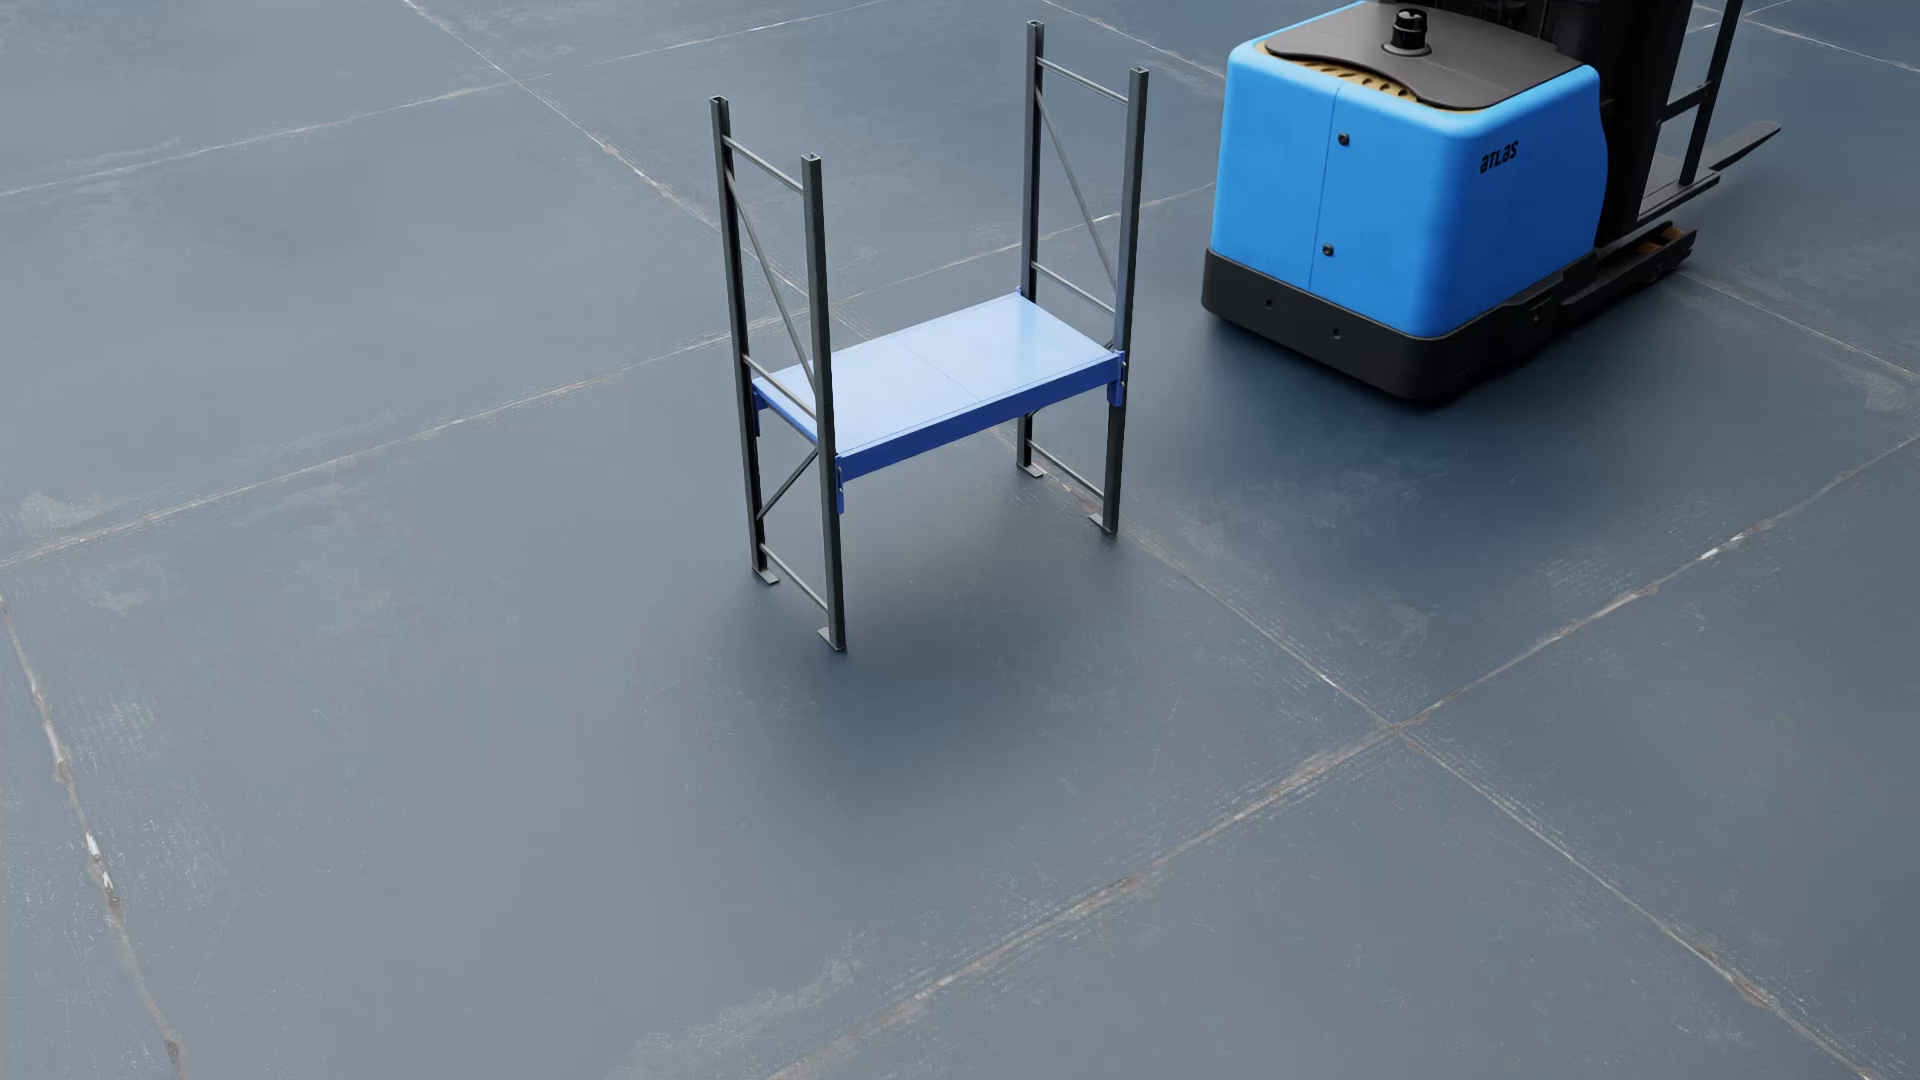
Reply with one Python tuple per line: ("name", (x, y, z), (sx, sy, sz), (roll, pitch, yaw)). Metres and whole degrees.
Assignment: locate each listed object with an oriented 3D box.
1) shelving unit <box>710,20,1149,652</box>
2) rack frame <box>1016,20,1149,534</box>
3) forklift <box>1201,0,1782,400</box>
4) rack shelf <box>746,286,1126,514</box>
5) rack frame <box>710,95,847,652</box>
("shelving unit", (-0.070, -0.580, 4.772), (1.048, 1.500, 0.538), (-22, 41, -28))
("rack frame", (0.346, -0.751, 5.010), (0.032, 1.500, 0.500), (-22, 41, -28))
("forklift", (2.351, -2.419, 6.103), (3.031, 2.935, 1.130), (-28, 44, -33))
("rack shelf", (-0.070, -0.434, 4.877), (1.000, 0.185, 0.538), (-22, 41, -28))
("rack frame", (-0.485, -0.409, 4.534), (0.032, 1.500, 0.500), (-22, 41, -28))
